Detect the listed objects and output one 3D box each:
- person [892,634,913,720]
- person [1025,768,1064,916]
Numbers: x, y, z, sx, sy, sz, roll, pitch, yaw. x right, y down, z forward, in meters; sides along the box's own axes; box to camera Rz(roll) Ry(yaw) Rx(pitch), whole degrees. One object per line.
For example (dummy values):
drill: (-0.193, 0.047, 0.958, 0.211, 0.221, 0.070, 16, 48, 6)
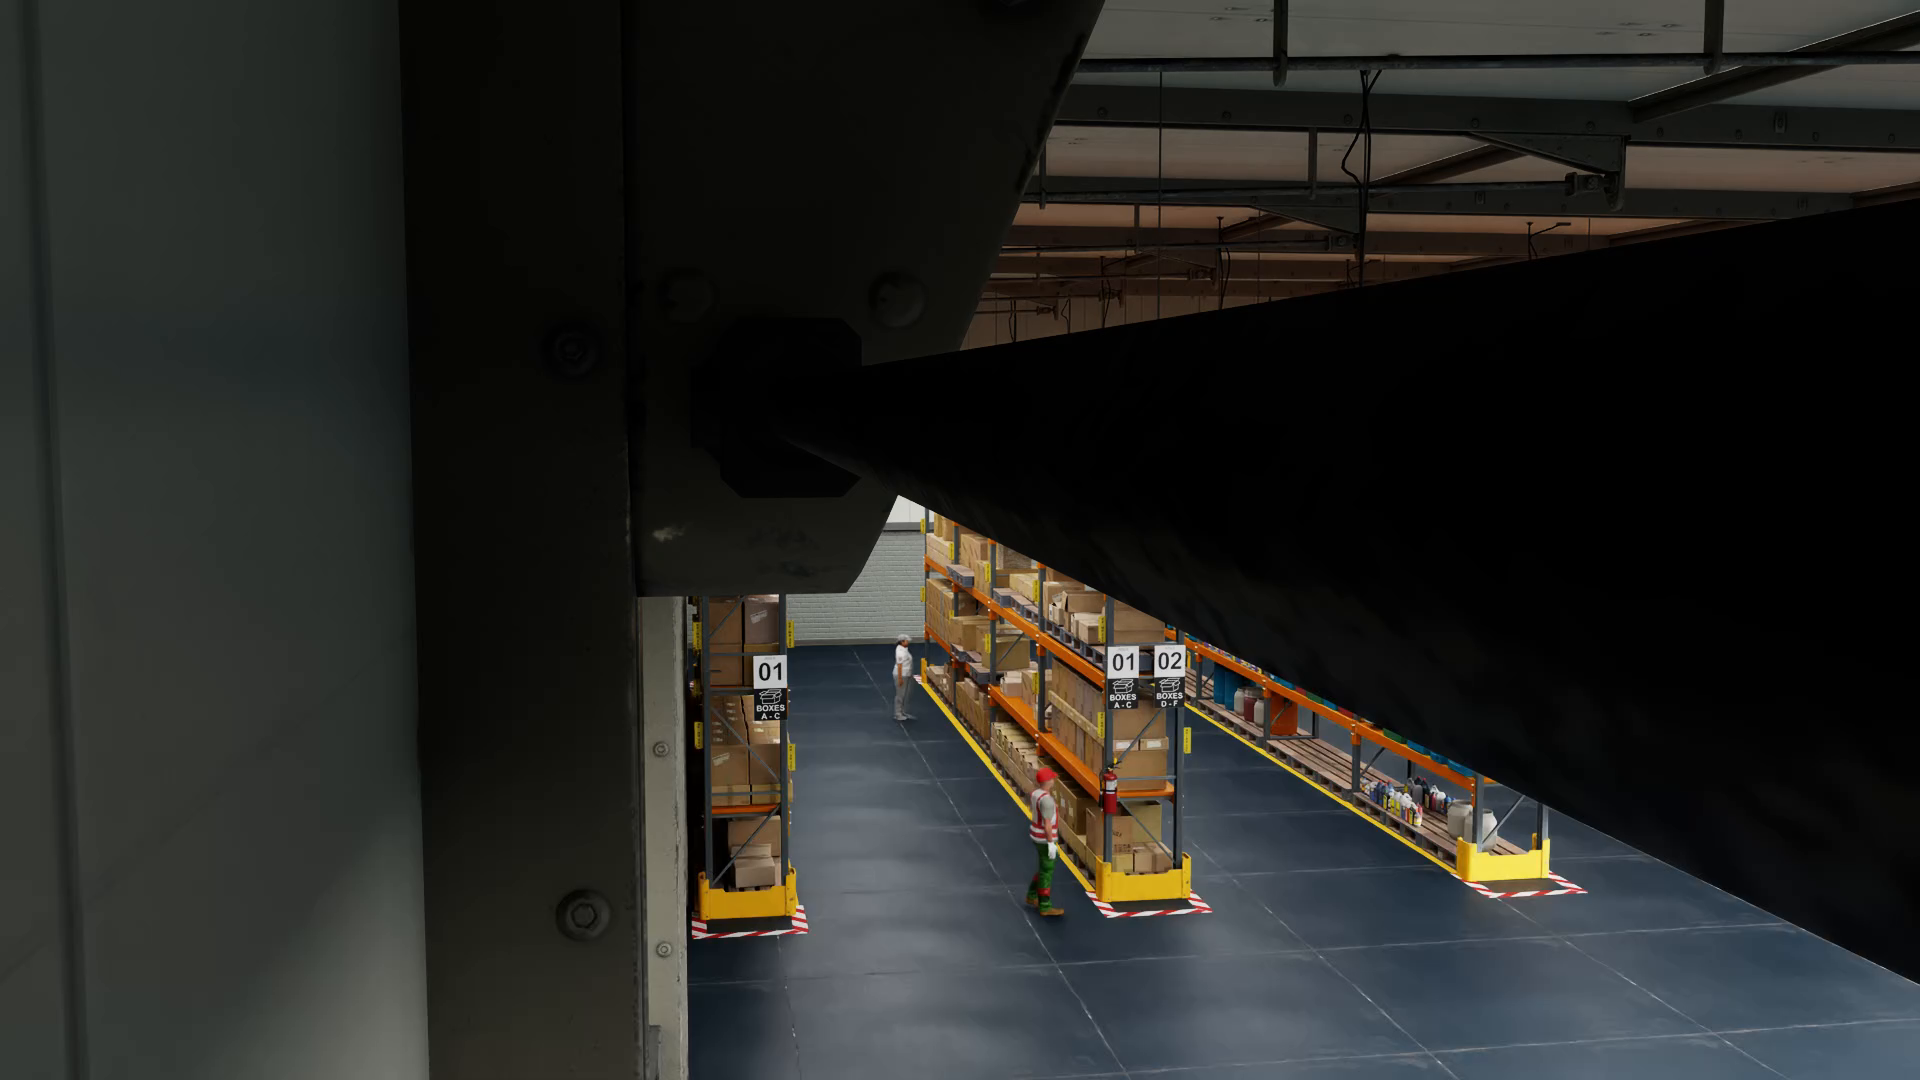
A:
person: (-1.121, 2.659, 32.359, 0.387, 1.672, 0.578, 0, 5, 3)
person: (1.045, 3.662, 20.236, 0.397, 1.798, 0.648, -1, 5, -13)
